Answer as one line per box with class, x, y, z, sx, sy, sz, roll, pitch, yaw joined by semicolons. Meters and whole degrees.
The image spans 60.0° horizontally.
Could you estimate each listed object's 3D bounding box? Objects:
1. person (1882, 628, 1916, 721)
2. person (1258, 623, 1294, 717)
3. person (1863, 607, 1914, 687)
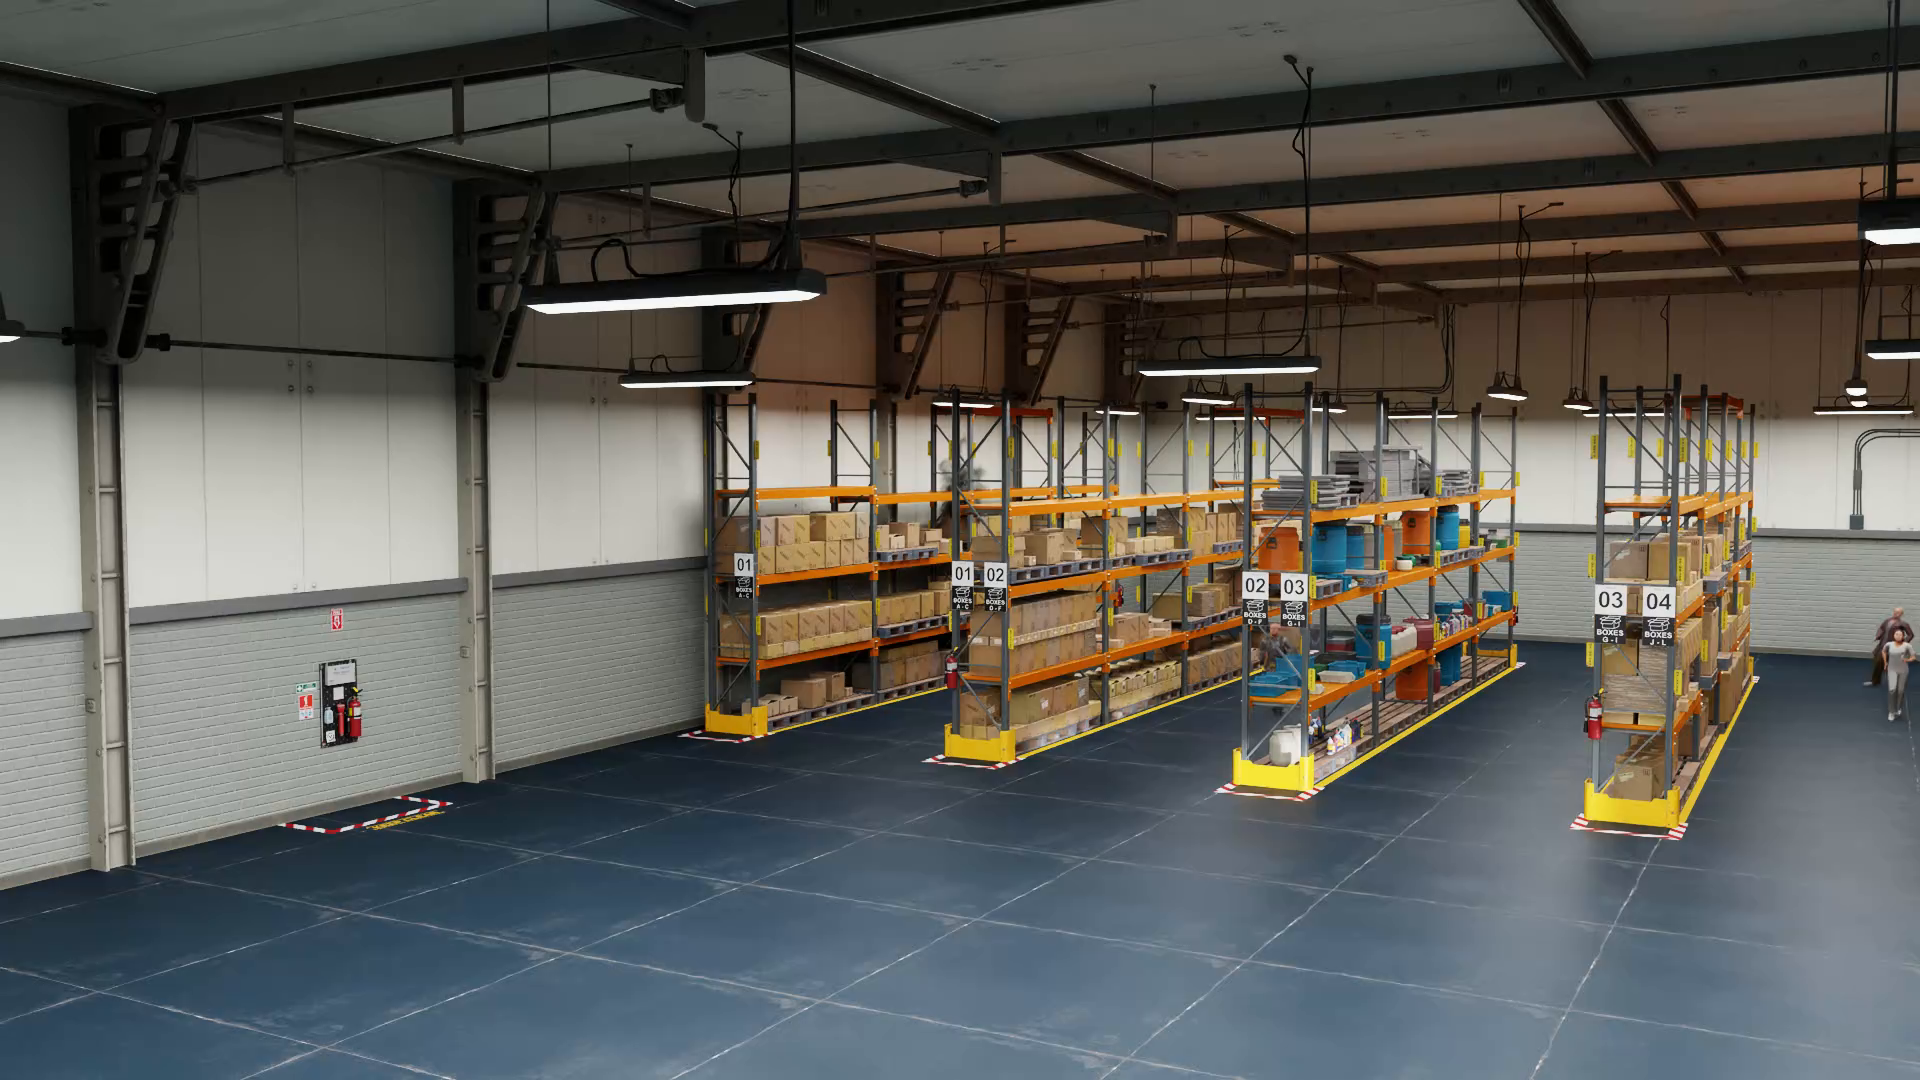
person;17.492;2.505;30.990;0.553;1.717;0.764;2;3;28
person;5.936;2.459;31.380;0.635;1.770;0.756;1;3;22
person;19.513;2.265;34.950;0.818;1.687;0.782;-1;3;-10
